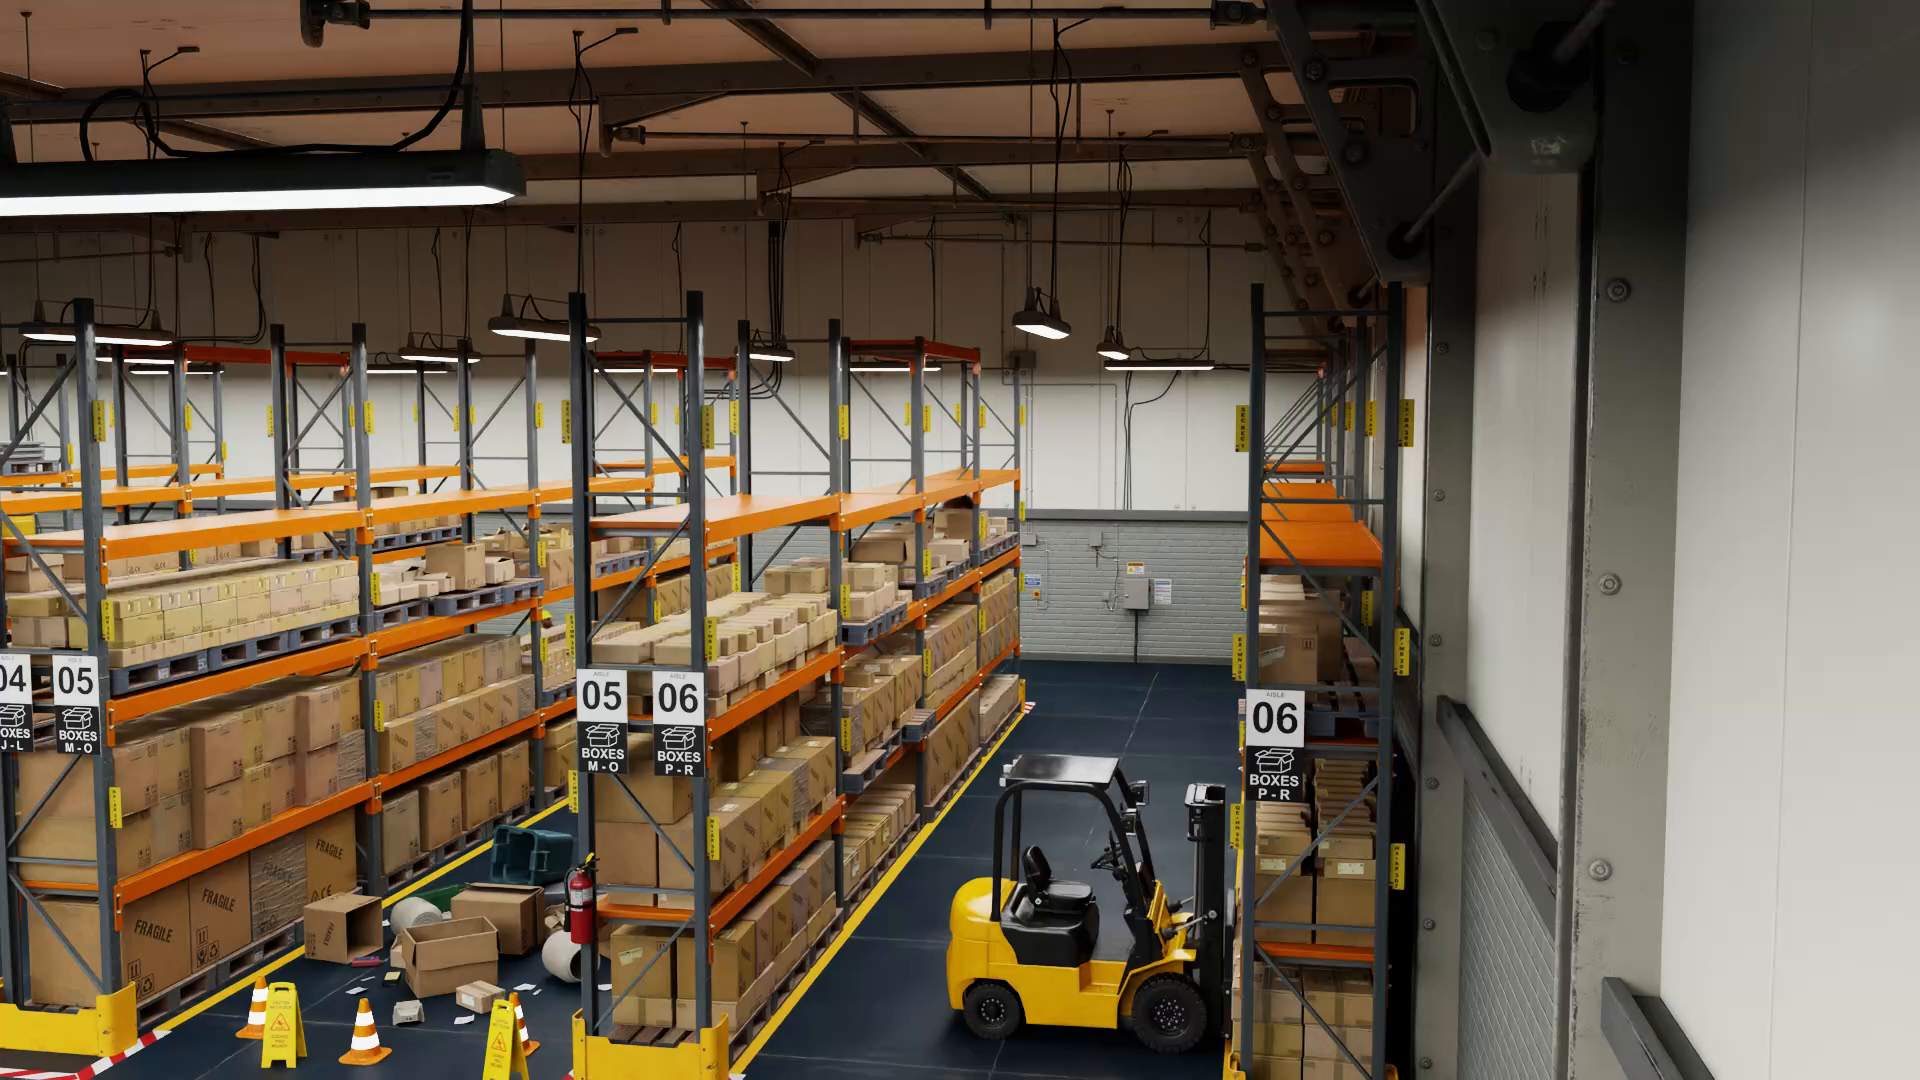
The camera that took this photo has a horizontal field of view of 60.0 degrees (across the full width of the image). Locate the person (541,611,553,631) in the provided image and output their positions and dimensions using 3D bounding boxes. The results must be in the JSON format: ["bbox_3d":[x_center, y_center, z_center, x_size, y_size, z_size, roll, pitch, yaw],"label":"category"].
[{"bbox_3d":[-6.872,2.047,27.637,0.488,1.759,0.571,-3,6,-35],"label":"person"}]
